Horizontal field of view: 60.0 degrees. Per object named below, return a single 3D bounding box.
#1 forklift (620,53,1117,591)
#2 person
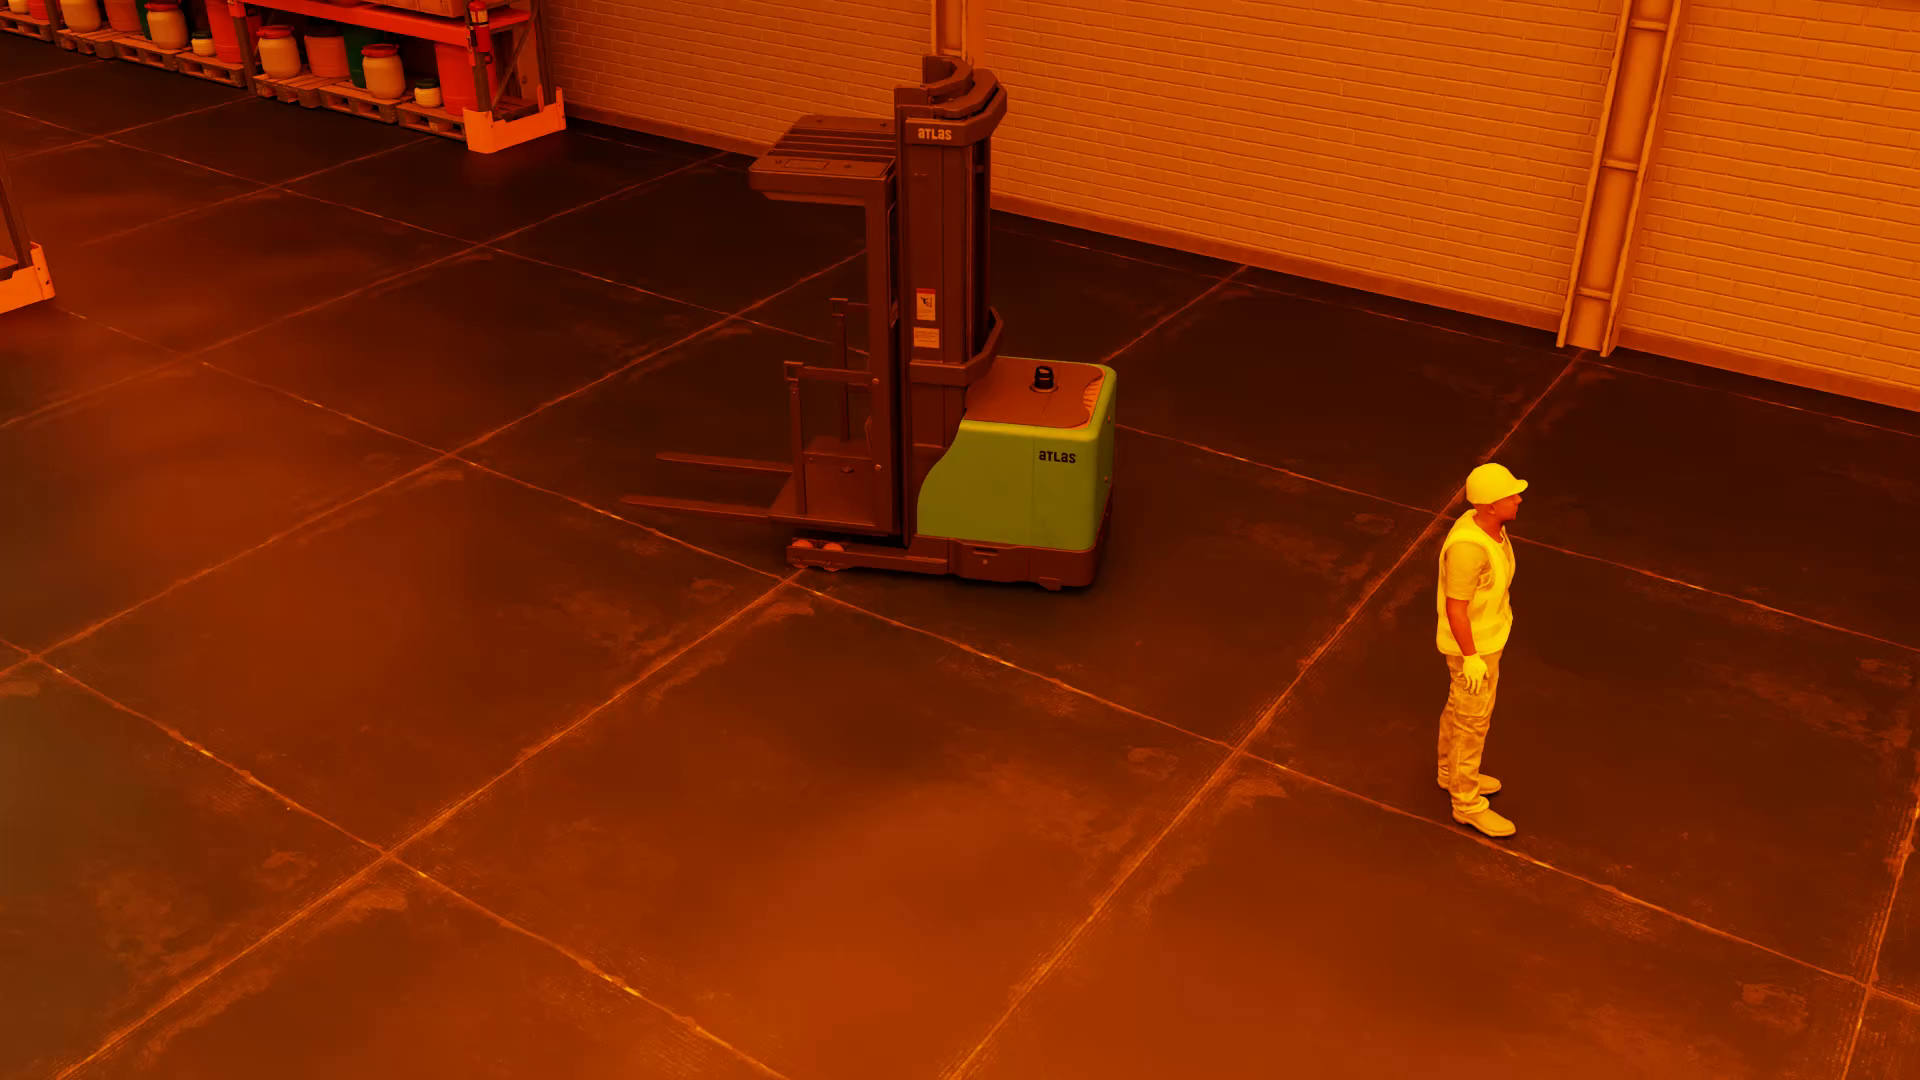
[{"bbox_3d":[-0.596,-1.330,9.871,3.031,2.935,1.130,6,31,10],"label":"forklift"},{"bbox_3d":[2.516,0.481,7.881,0.577,1.781,0.656,13,32,21],"label":"person"}]
